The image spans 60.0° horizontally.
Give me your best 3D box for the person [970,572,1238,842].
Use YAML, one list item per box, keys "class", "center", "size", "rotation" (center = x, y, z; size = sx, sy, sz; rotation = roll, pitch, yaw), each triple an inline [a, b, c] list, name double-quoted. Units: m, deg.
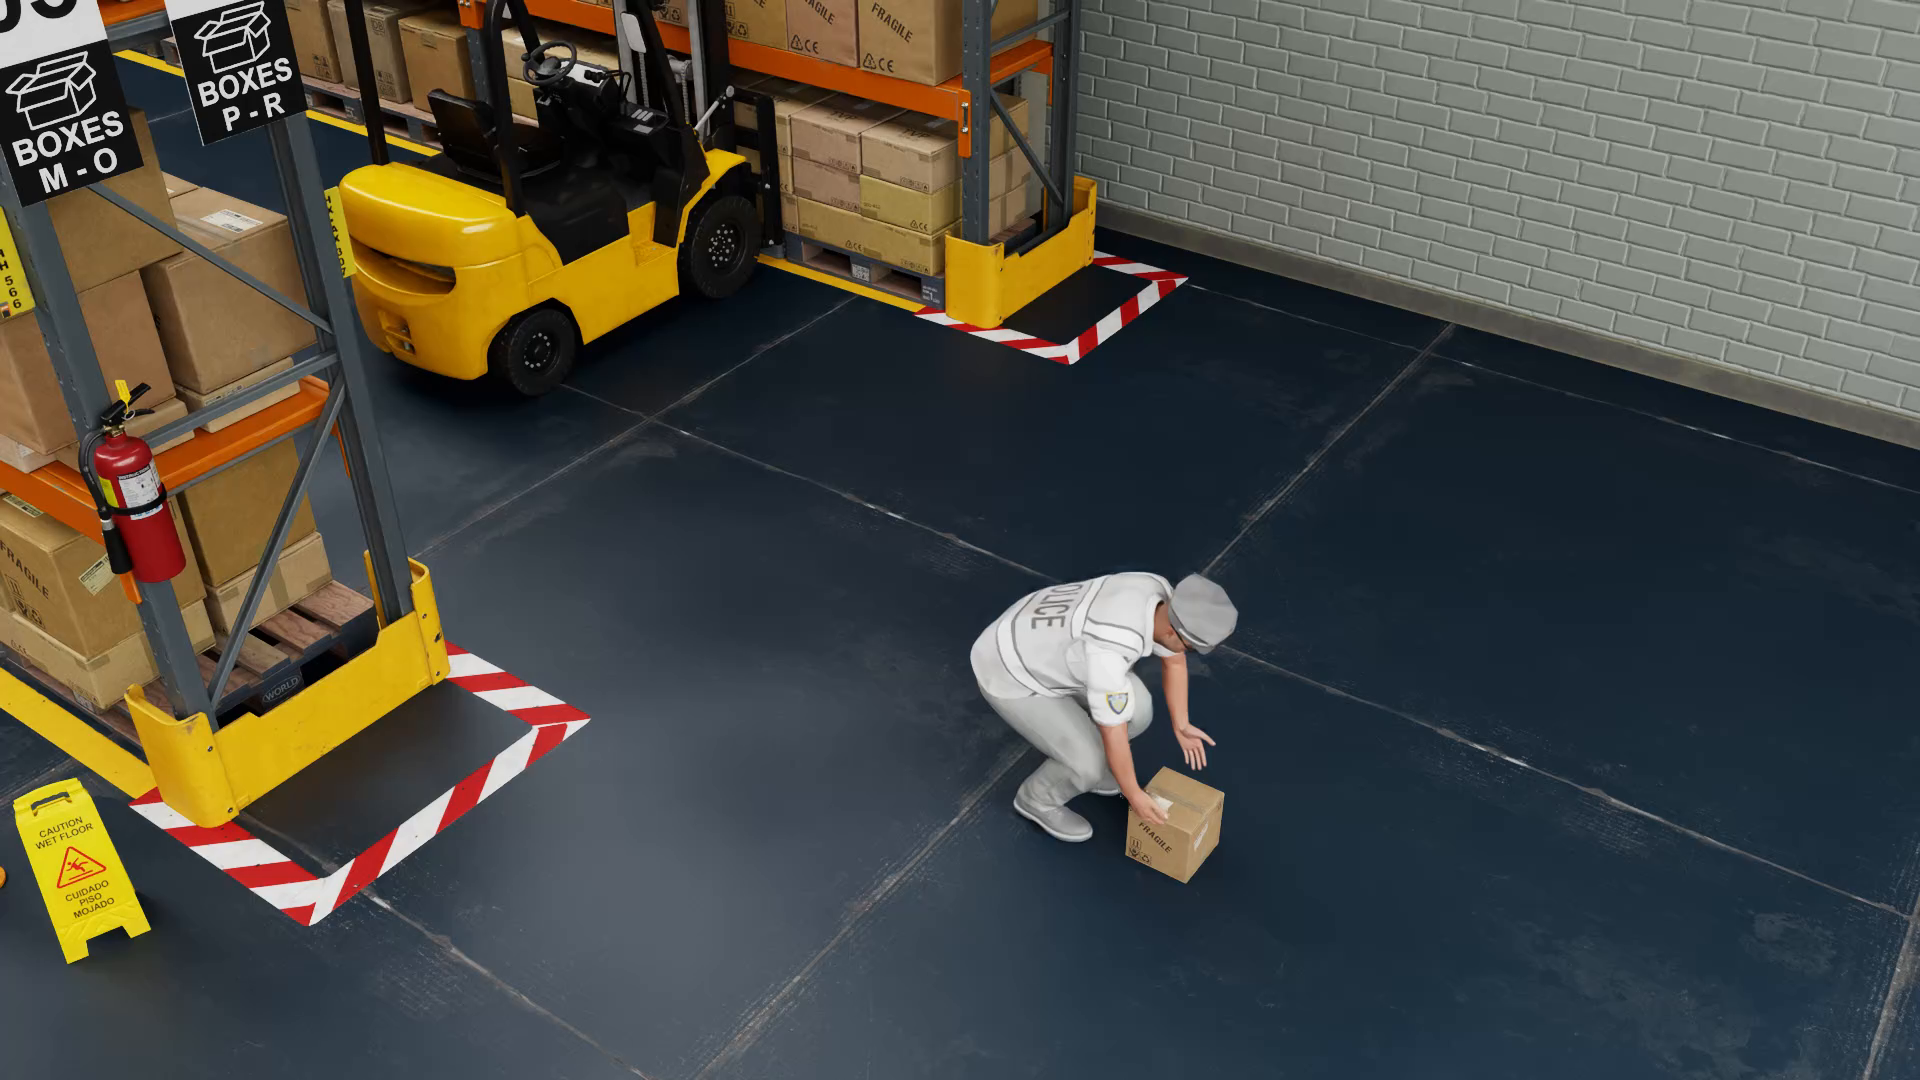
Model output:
- class: "person"
  center: [0.505, 0.529, 5.924]
  size: [0.923, 1.124, 0.569]
  rotation: [21, 40, 28]
